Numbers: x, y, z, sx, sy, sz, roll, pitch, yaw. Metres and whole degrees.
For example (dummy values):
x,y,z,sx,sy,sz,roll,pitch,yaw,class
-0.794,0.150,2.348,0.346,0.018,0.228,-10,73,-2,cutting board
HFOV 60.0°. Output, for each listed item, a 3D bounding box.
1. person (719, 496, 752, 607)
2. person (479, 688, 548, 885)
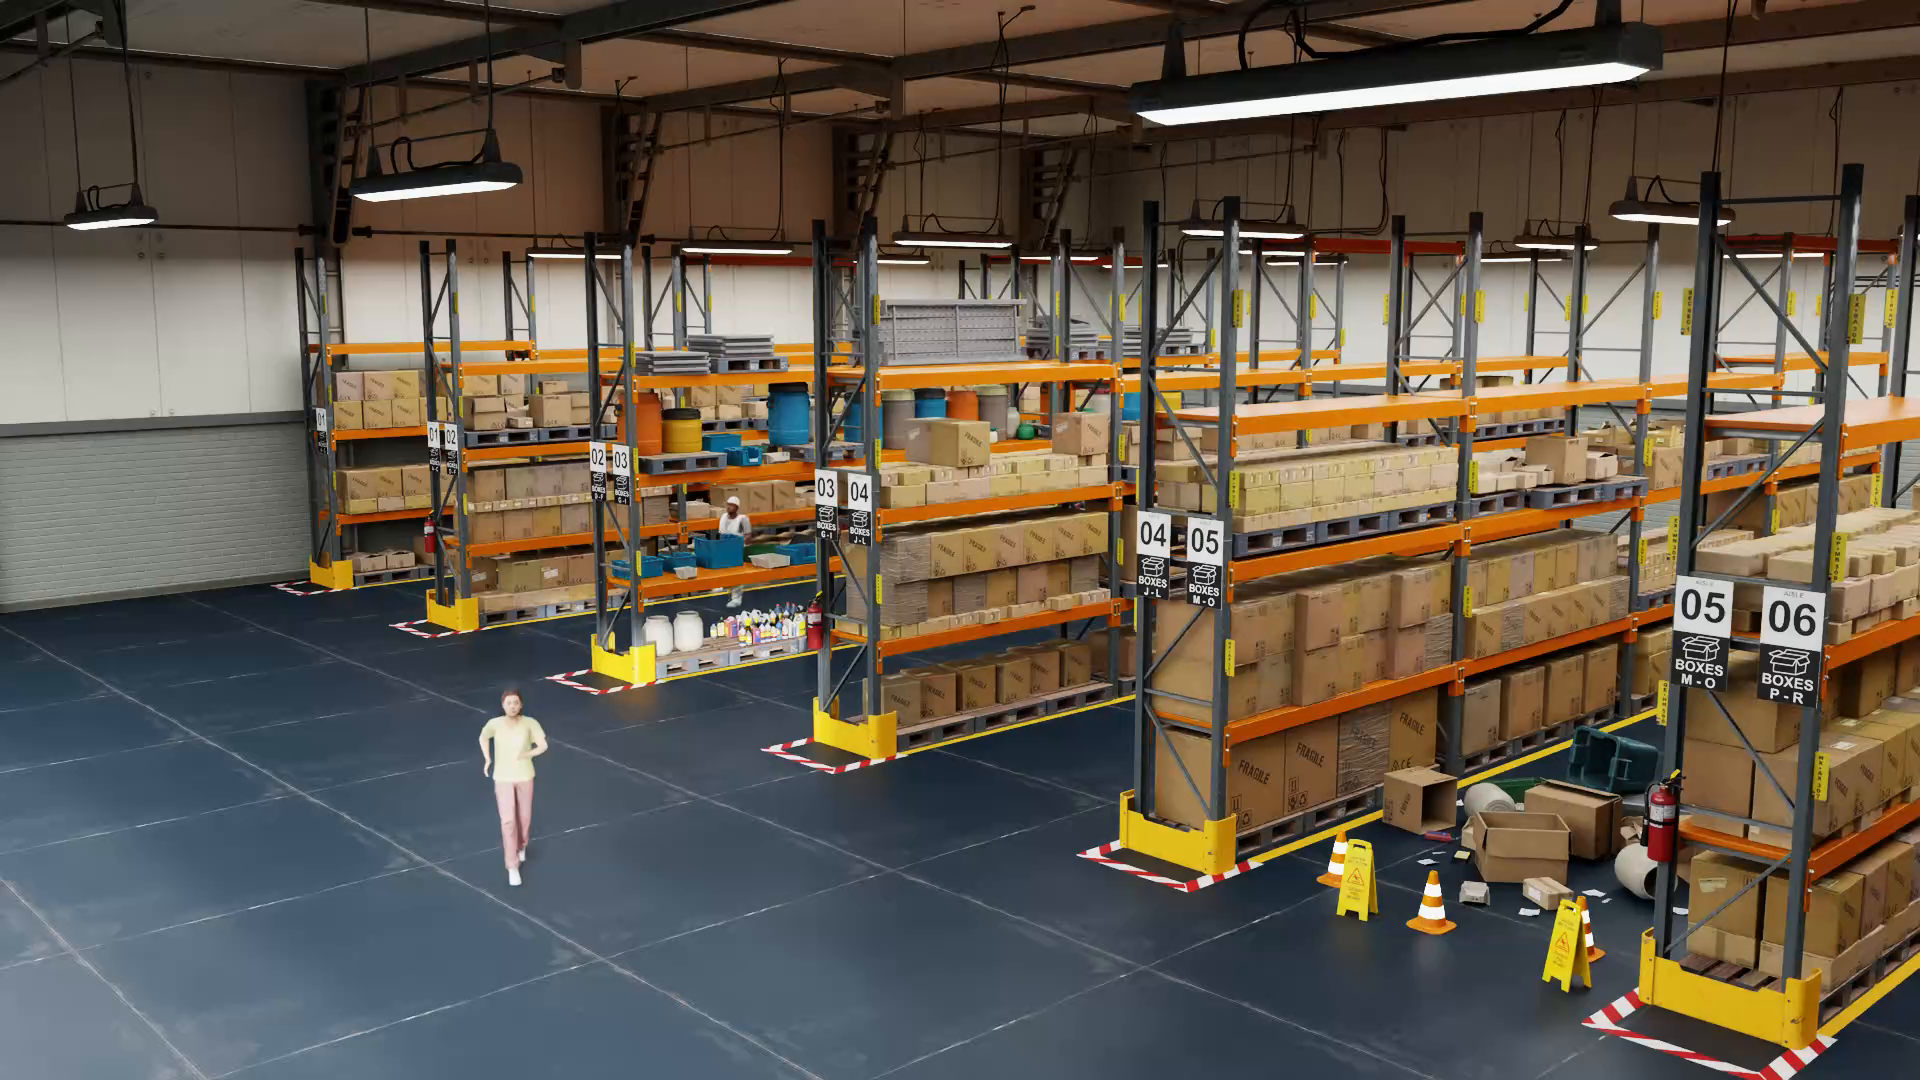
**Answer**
x,y,z,sx,sy,sz,roll,pitch,yaw,class
-3.603,0.191,26.102,0.675,1.746,0.540,5,10,29,person
-3.973,2.170,14.871,0.577,1.622,0.874,-3,9,-19,person
